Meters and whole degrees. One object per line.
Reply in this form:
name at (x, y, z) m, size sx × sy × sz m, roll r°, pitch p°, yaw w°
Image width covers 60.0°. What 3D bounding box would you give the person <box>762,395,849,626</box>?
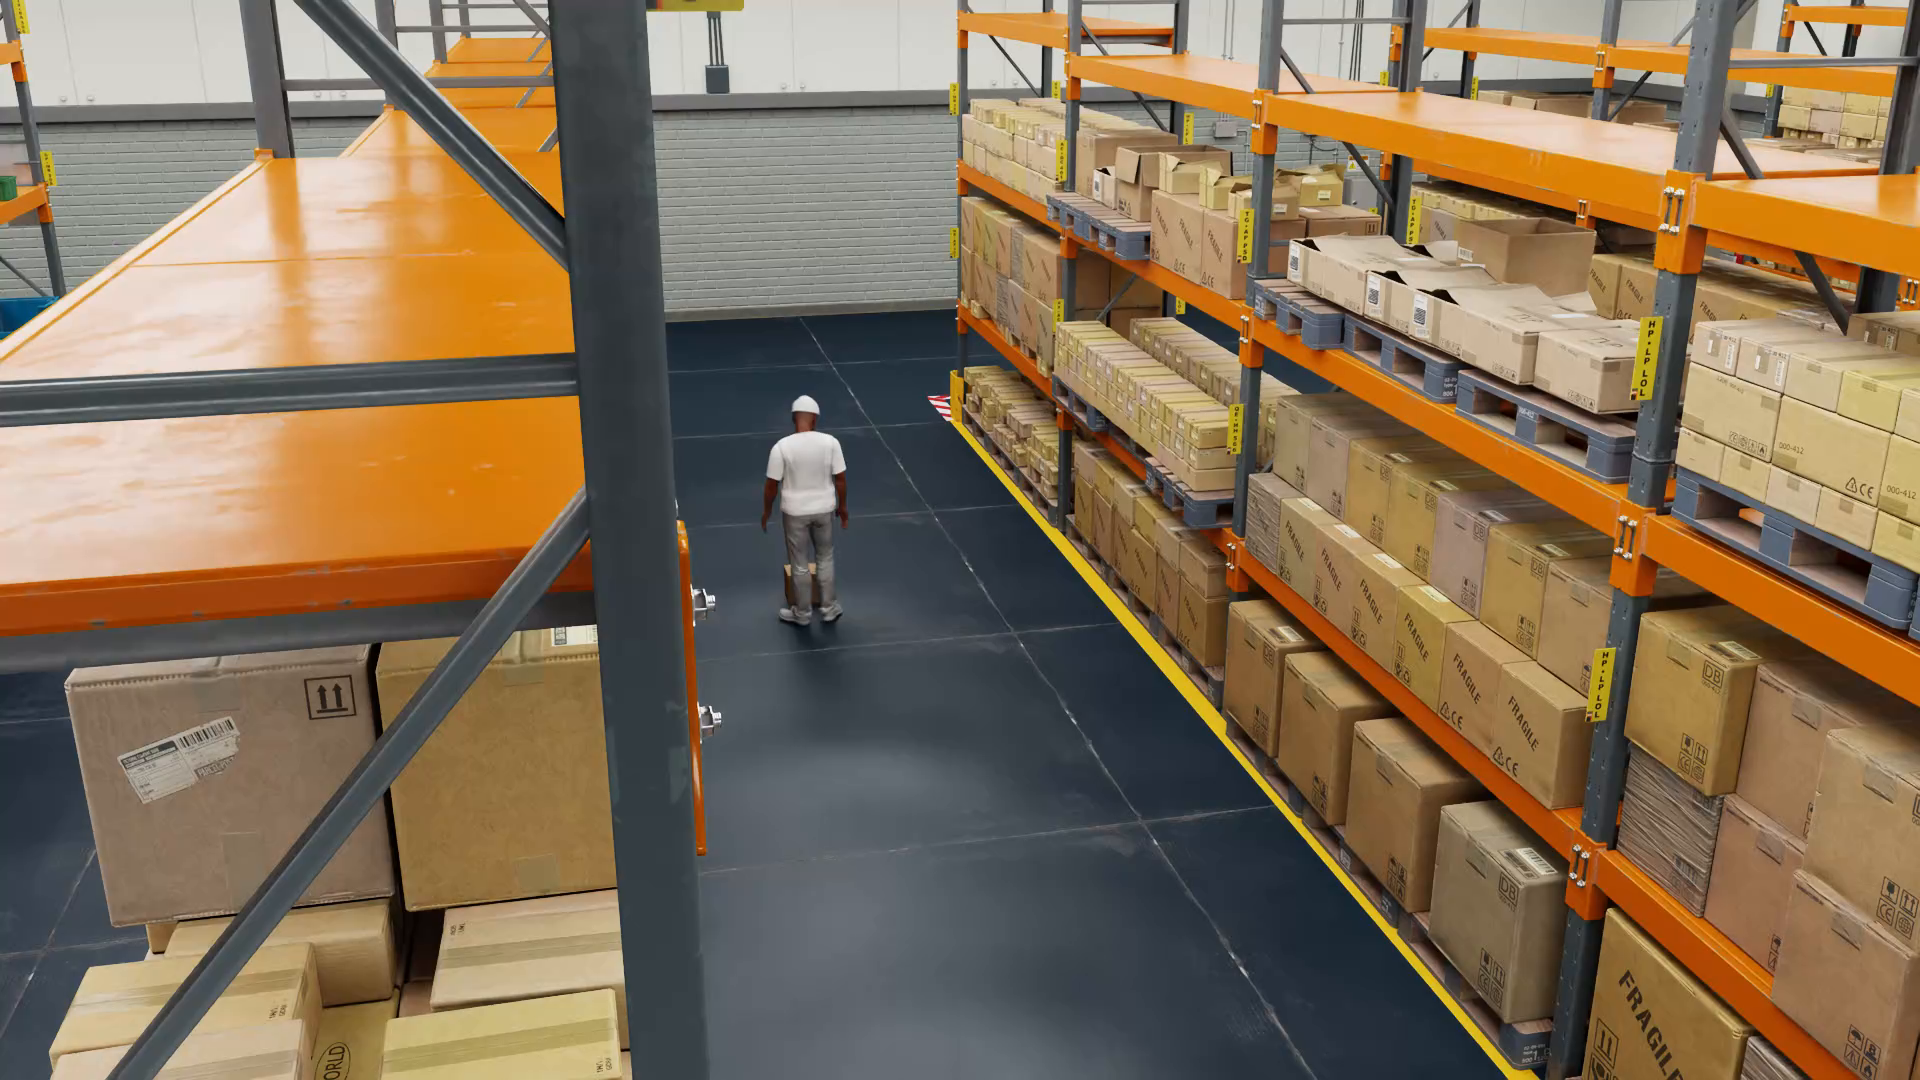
person at (-1.174, -0.219, 12.602) m, size 0.650 × 1.772 × 0.379 m, roll -7°, pitch 21°, yaw -18°
